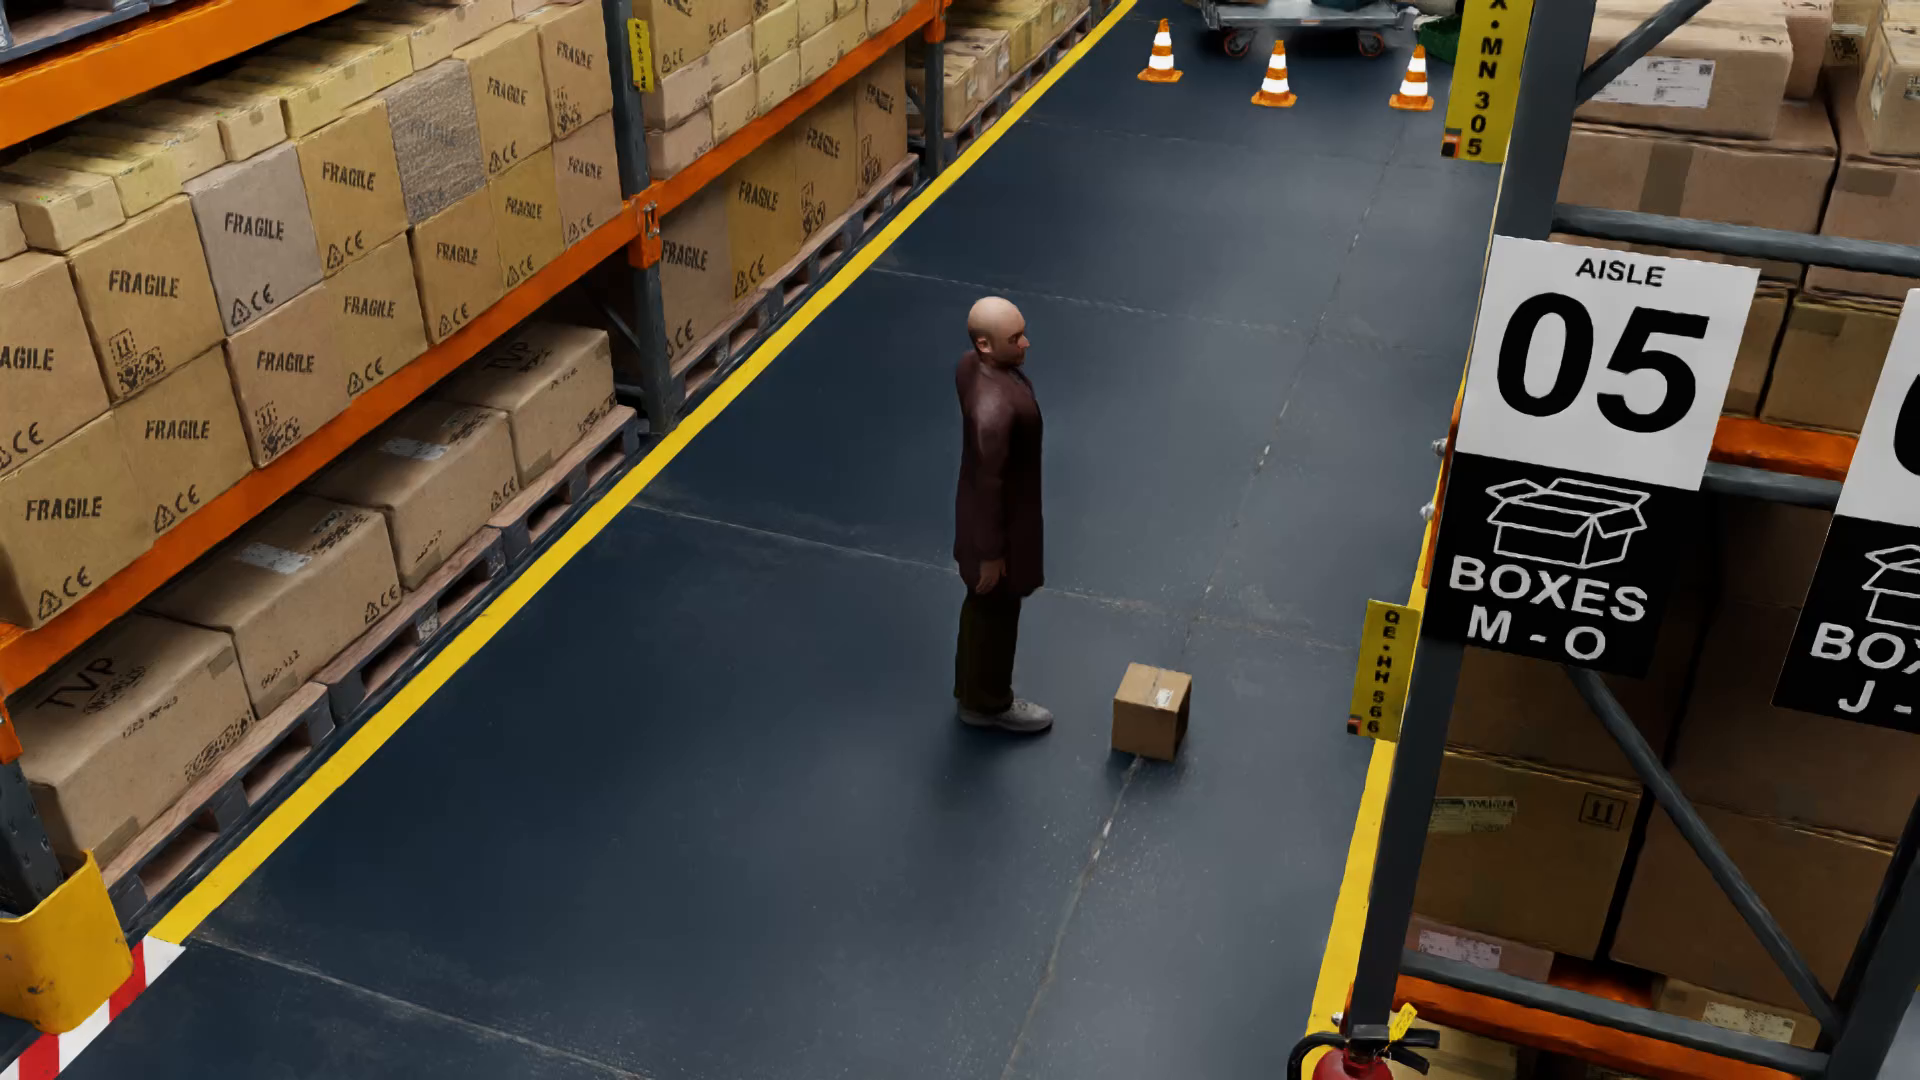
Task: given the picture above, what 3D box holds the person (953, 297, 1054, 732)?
[{"bbox_3d":[0.157,-0.107,6.284,0.365,1.785,0.735,-5,33,-8],"label":"person"}]
